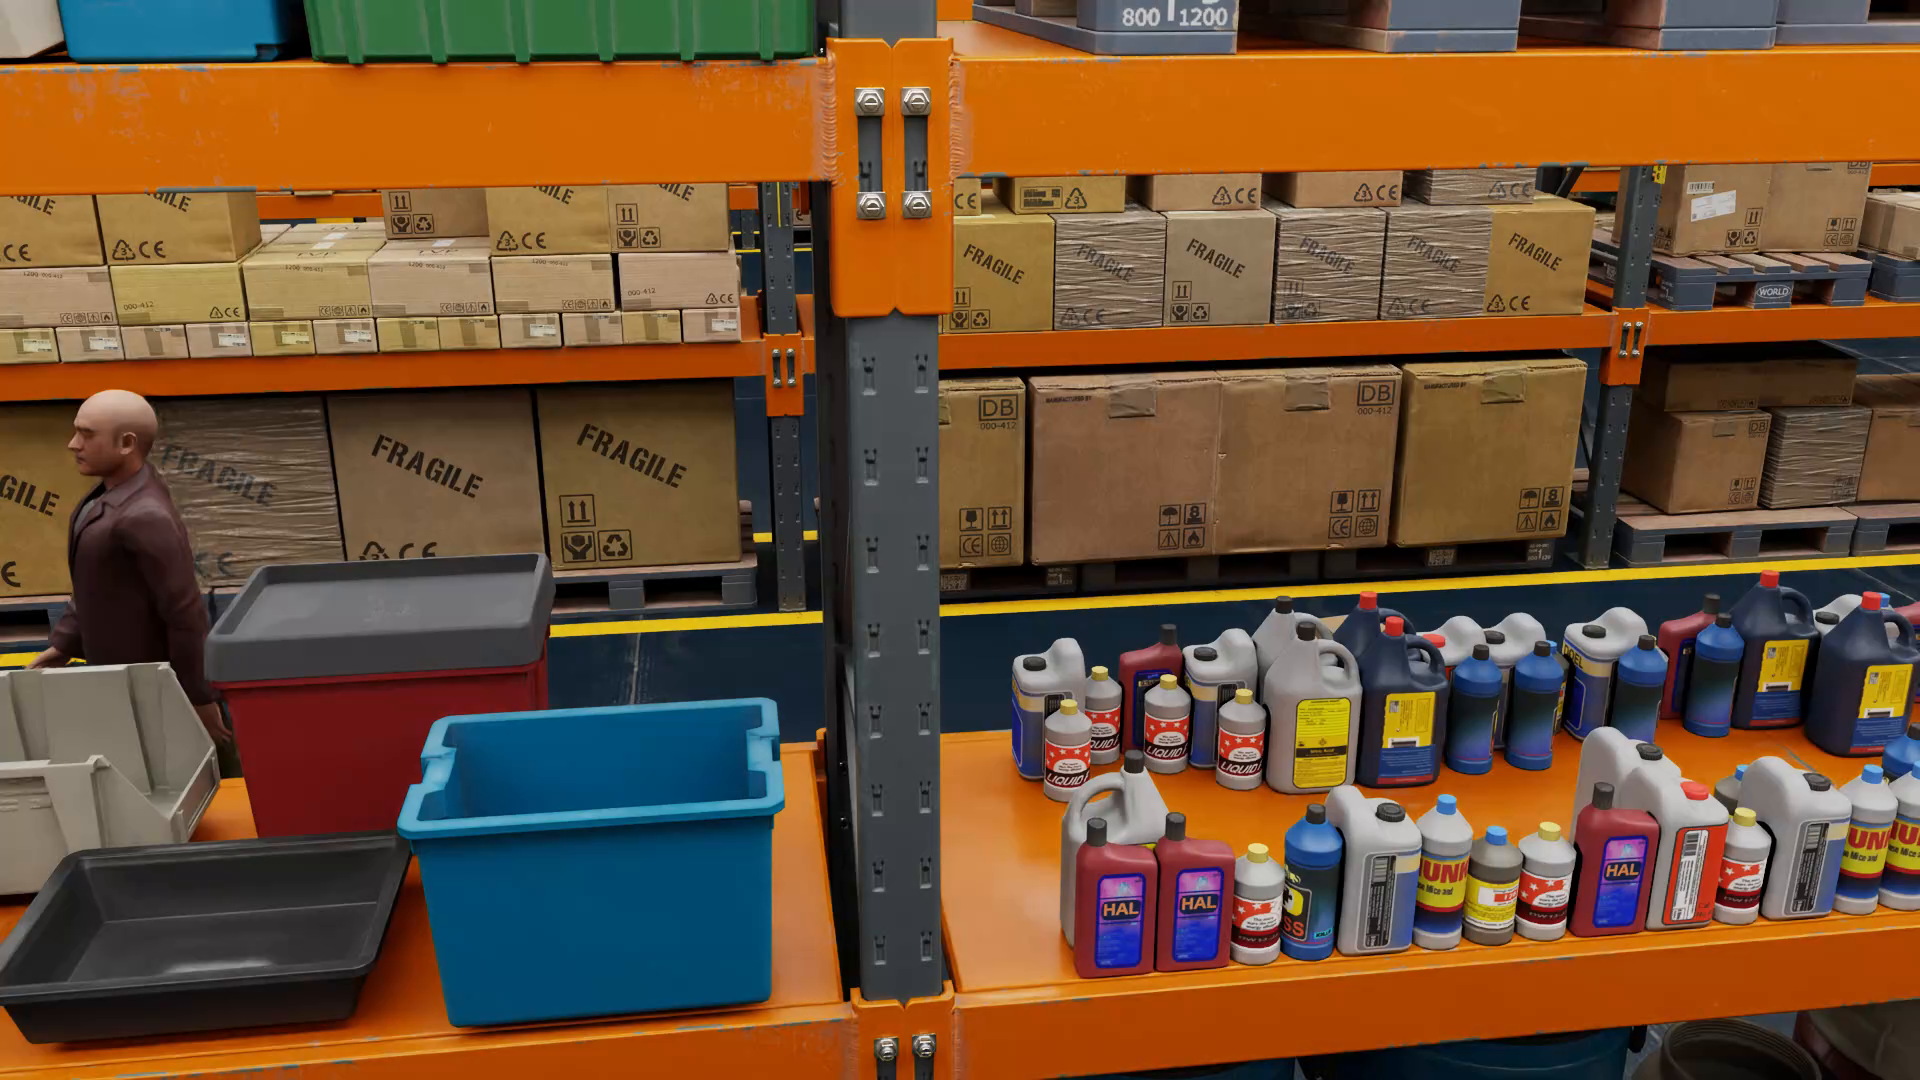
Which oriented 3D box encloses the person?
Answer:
[{"bbox_3d":[-2.512,0.413,4.899,1.063,1.727,0.569,-9,22,-24],"label":"person"}]
